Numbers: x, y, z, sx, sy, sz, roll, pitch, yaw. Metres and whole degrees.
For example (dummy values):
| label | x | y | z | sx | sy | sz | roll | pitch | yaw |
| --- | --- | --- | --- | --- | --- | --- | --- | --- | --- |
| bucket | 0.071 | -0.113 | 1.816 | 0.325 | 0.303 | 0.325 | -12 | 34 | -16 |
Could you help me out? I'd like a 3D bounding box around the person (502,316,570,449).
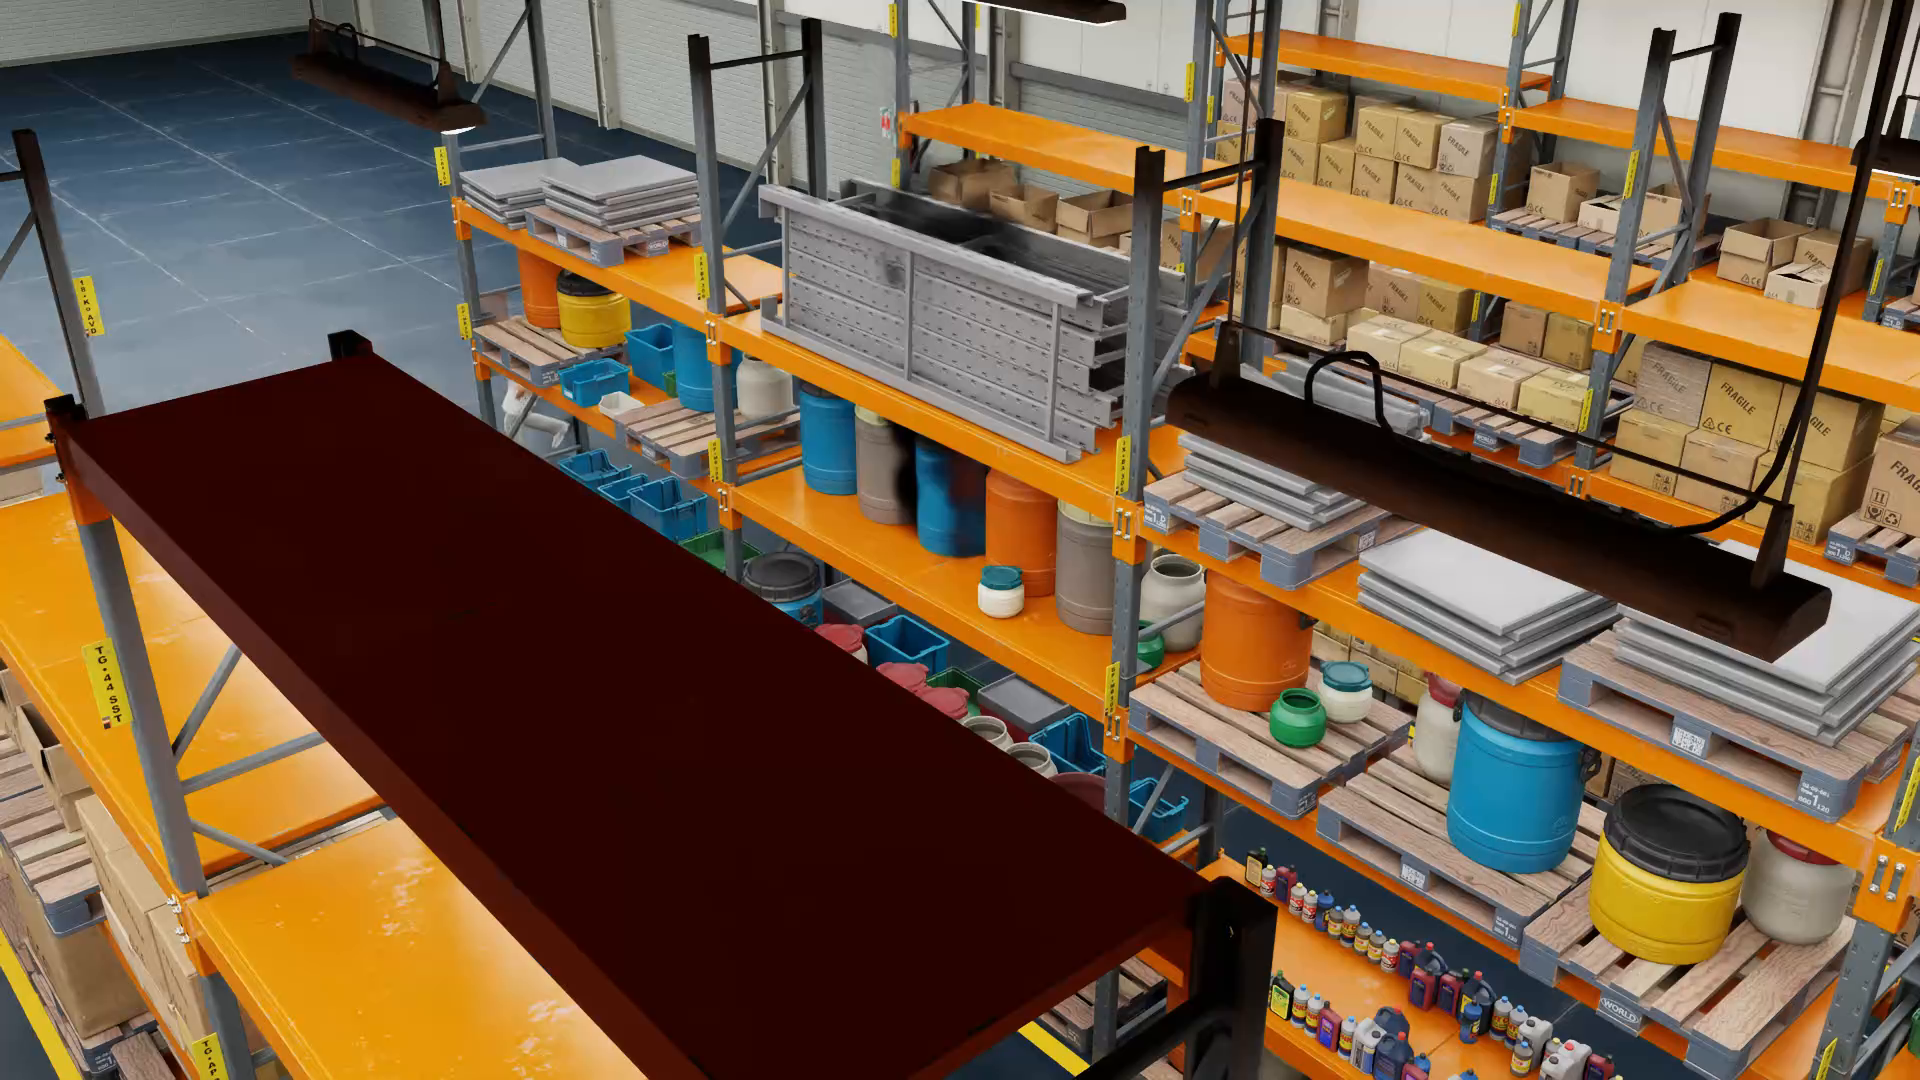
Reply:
| label | x | y | z | sx | sy | sz | roll | pitch | yaw |
| --- | --- | --- | --- | --- | --- | --- | --- | --- | --- |
| person | -4.961 | -1.721 | 18.999 | 0.901 | 1.753 | 0.716 | -9 | 28 | -16 |
